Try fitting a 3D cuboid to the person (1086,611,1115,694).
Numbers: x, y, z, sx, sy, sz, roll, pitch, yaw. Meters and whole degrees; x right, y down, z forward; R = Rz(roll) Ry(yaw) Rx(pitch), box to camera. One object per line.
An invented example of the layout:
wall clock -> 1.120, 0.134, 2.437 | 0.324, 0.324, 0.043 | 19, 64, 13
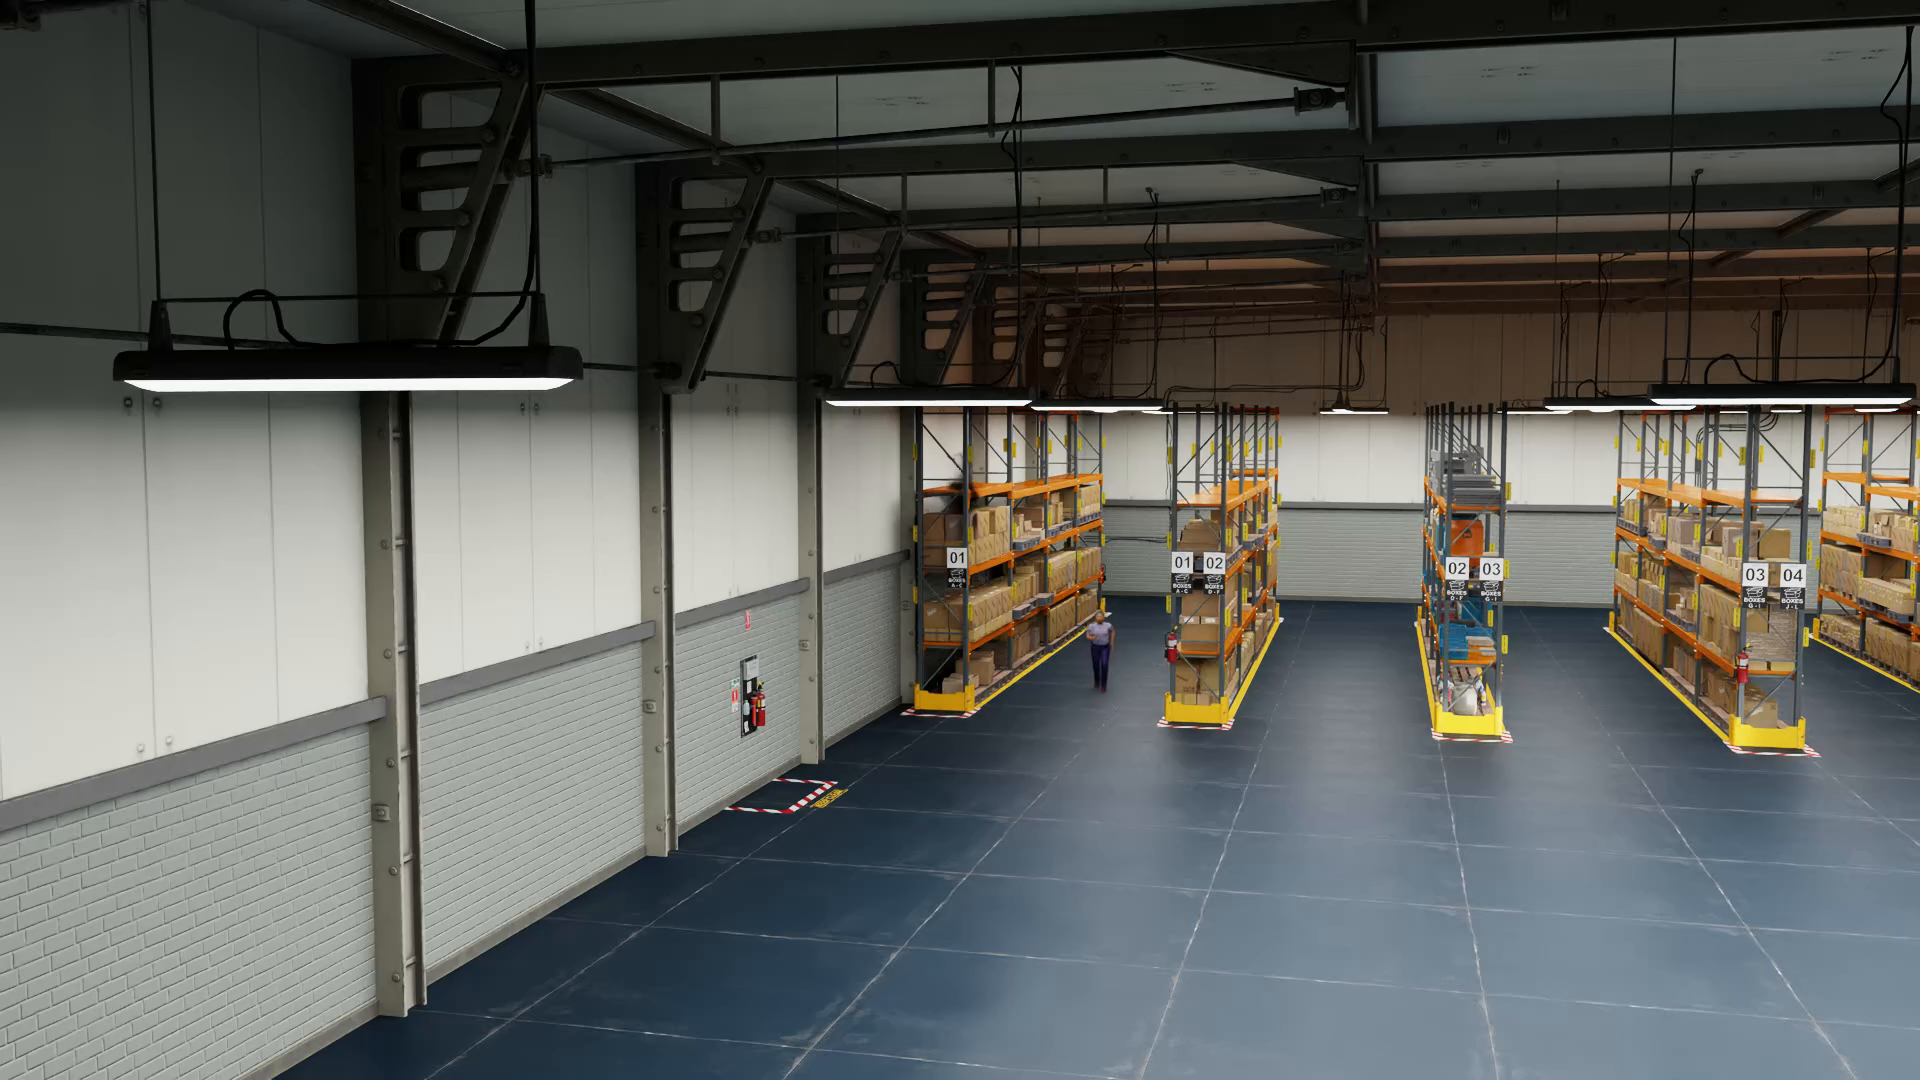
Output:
person -> 2.929, 2.334, 34.775 | 0.584, 1.706, 0.839 | 1, 4, 8
